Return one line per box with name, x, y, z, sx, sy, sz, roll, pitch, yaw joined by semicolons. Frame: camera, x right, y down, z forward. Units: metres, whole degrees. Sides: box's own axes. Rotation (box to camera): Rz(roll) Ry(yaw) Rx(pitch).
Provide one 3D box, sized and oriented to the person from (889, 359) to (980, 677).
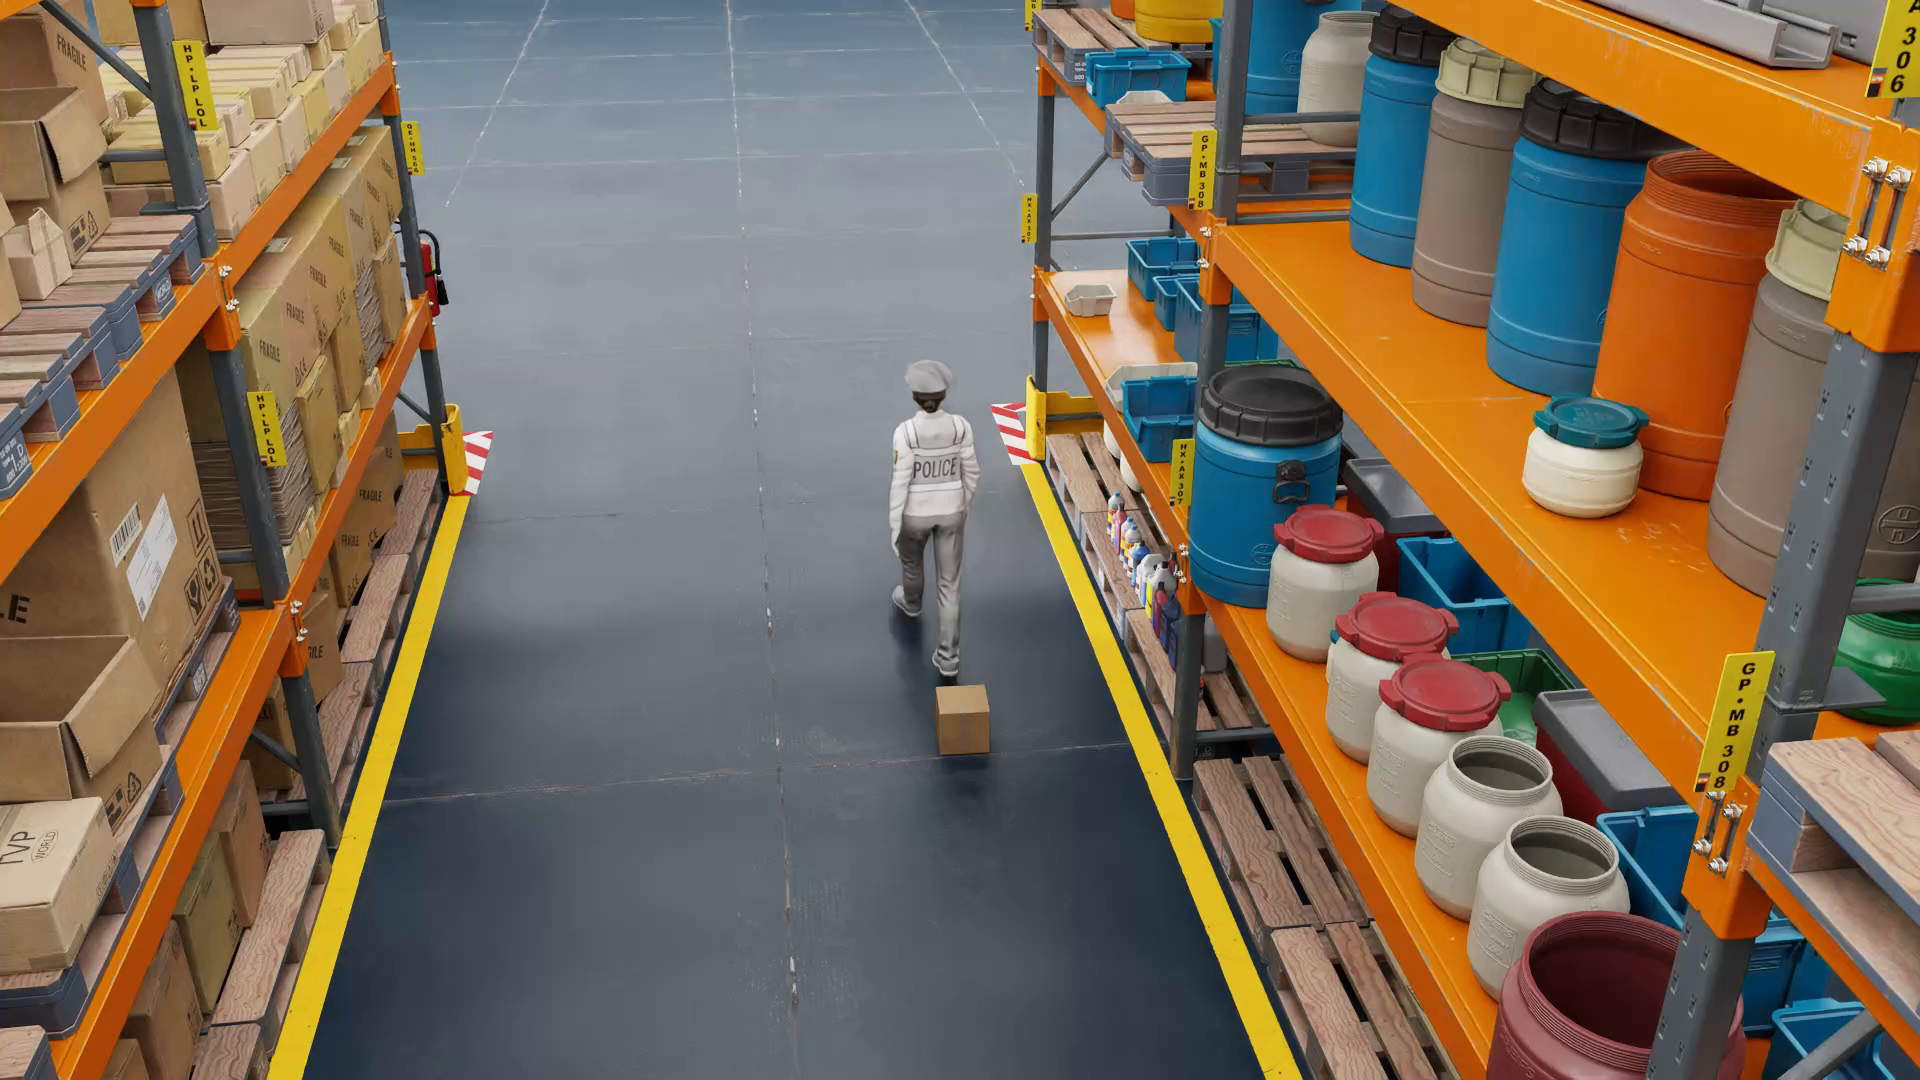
person;-0.145;-0.178;8.933;0.515;1.610;1.009;-4;28;-8
